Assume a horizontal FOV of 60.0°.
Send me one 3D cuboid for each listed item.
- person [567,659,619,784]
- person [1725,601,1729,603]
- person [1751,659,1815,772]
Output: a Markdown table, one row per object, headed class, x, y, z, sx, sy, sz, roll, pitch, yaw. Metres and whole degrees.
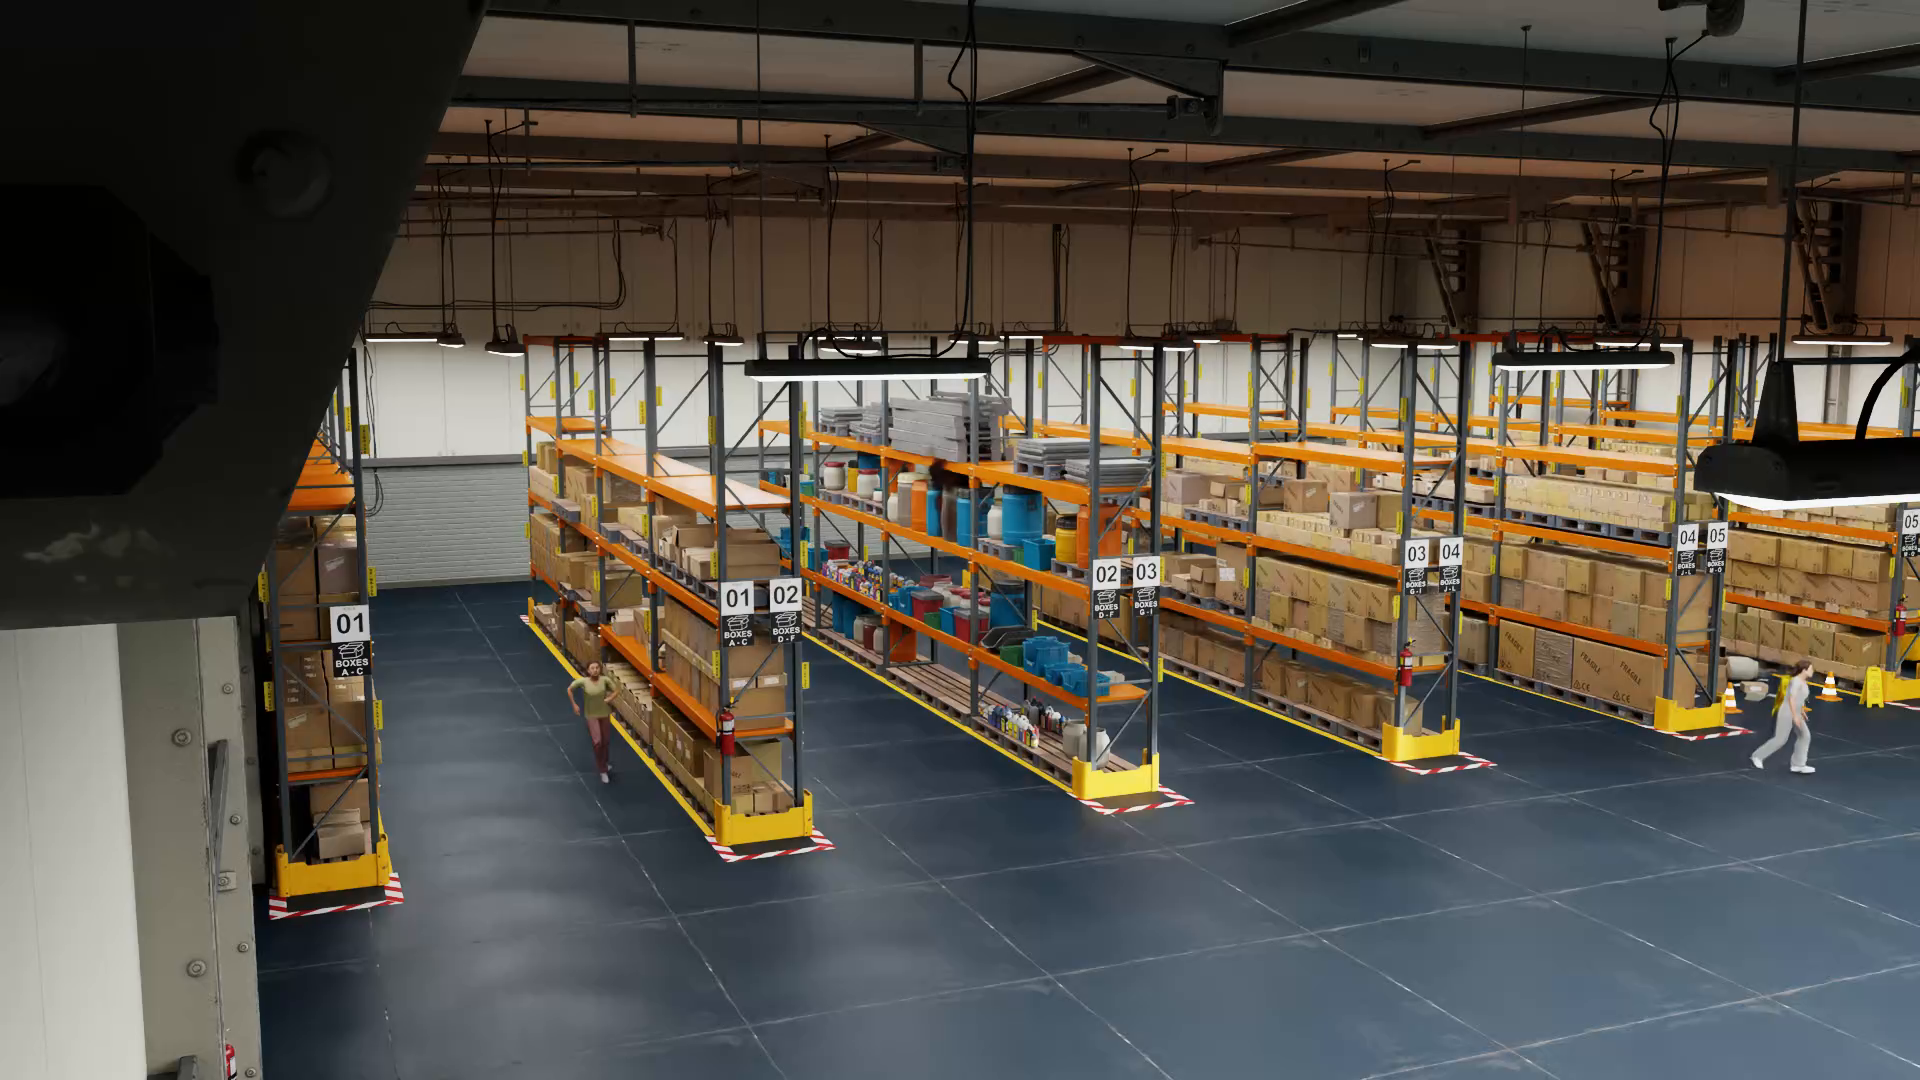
| class | x | y | z | sx | sy | sz | roll | pitch | yaw |
| --- | --- | --- | --- | --- | --- | --- | --- | --- | --- |
| person | -5.039 | 2.475 | 22.946 | 0.671 | 1.717 | 0.713 | -4 | 8 | -25 |
| person | 15.643 | 1.014 | 33.666 | 0.702 | 1.729 | 0.830 | -4 | 9 | -28 |
| person | 11.616 | 2.446 | 23.384 | 0.816 | 1.598 | 0.627 | 5 | 9 | 35 |
